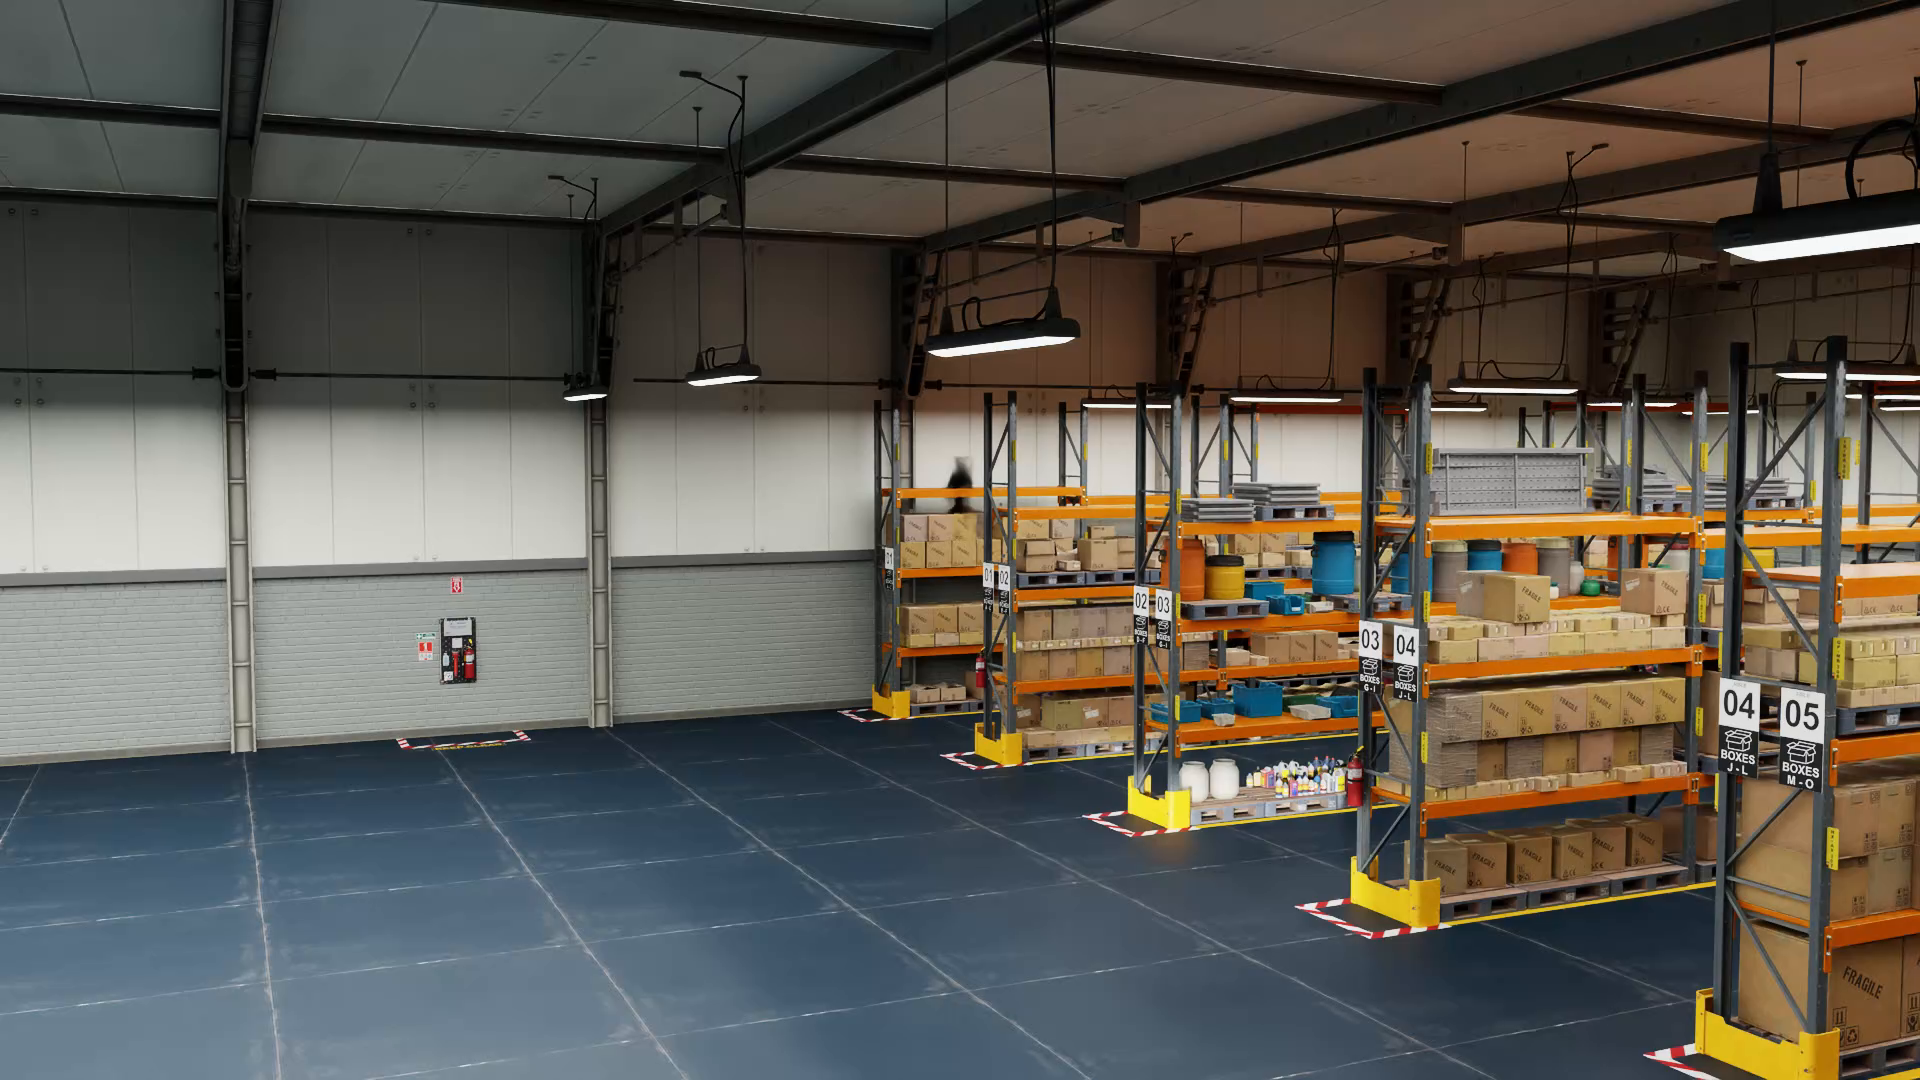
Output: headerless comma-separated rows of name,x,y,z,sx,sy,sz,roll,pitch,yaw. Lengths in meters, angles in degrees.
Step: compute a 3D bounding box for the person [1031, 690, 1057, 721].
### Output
person,1.634,2.592,30.256,0.707,1.712,0.616,-2,4,-32
